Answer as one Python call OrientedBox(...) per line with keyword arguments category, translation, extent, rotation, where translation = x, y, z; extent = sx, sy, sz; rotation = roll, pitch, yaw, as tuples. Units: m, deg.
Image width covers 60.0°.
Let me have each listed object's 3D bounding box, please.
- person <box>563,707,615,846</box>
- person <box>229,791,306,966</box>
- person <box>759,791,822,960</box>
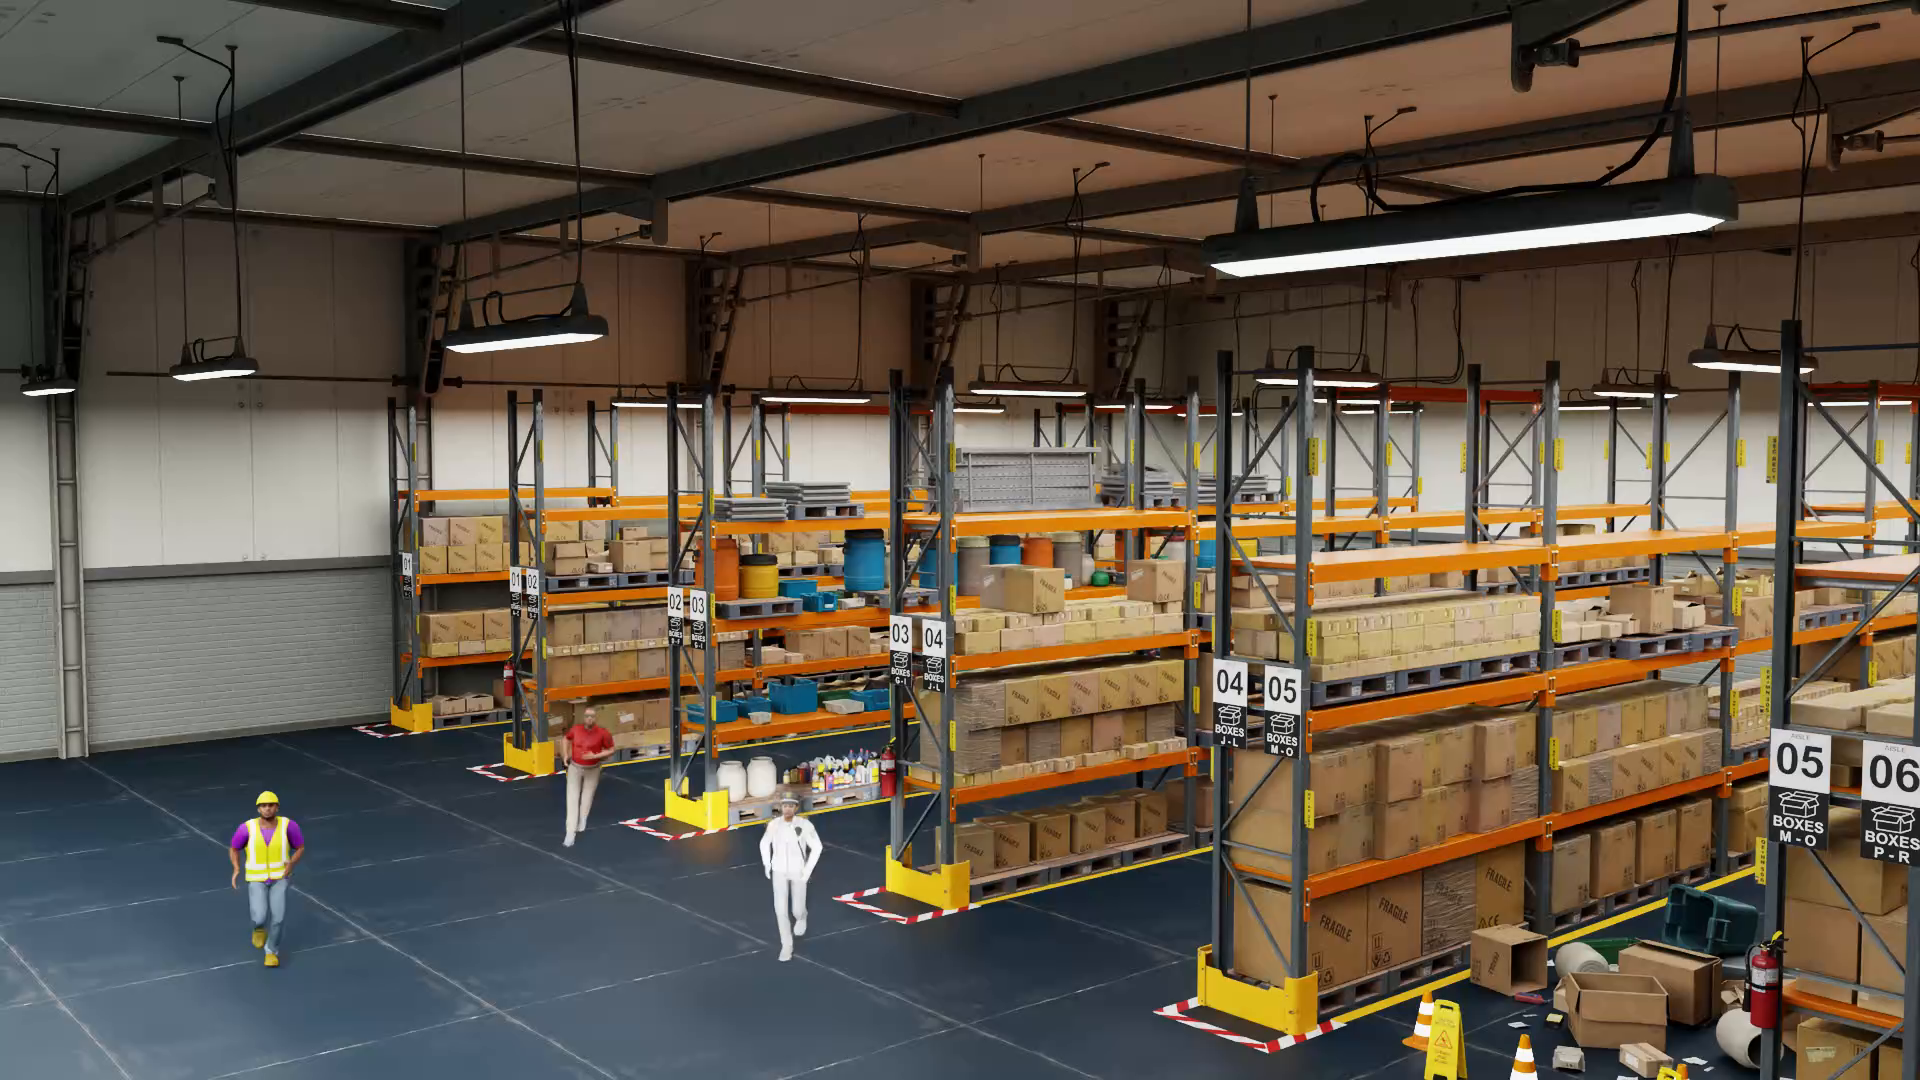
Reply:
OrientedBox(category="person", translation=(-4.860, 3.047, 21.771), extent=(0.680, 1.730, 0.926), rotation=(0, 3, -7))
OrientedBox(category="person", translation=(-6.848, 3.344, 16.473), extent=(0.703, 1.717, 0.584), rotation=(-1, 4, -23))
OrientedBox(category="person", translation=(-1.717, 3.350, 16.879), extent=(0.651, 1.664, 0.686), rotation=(0, 3, 3))
